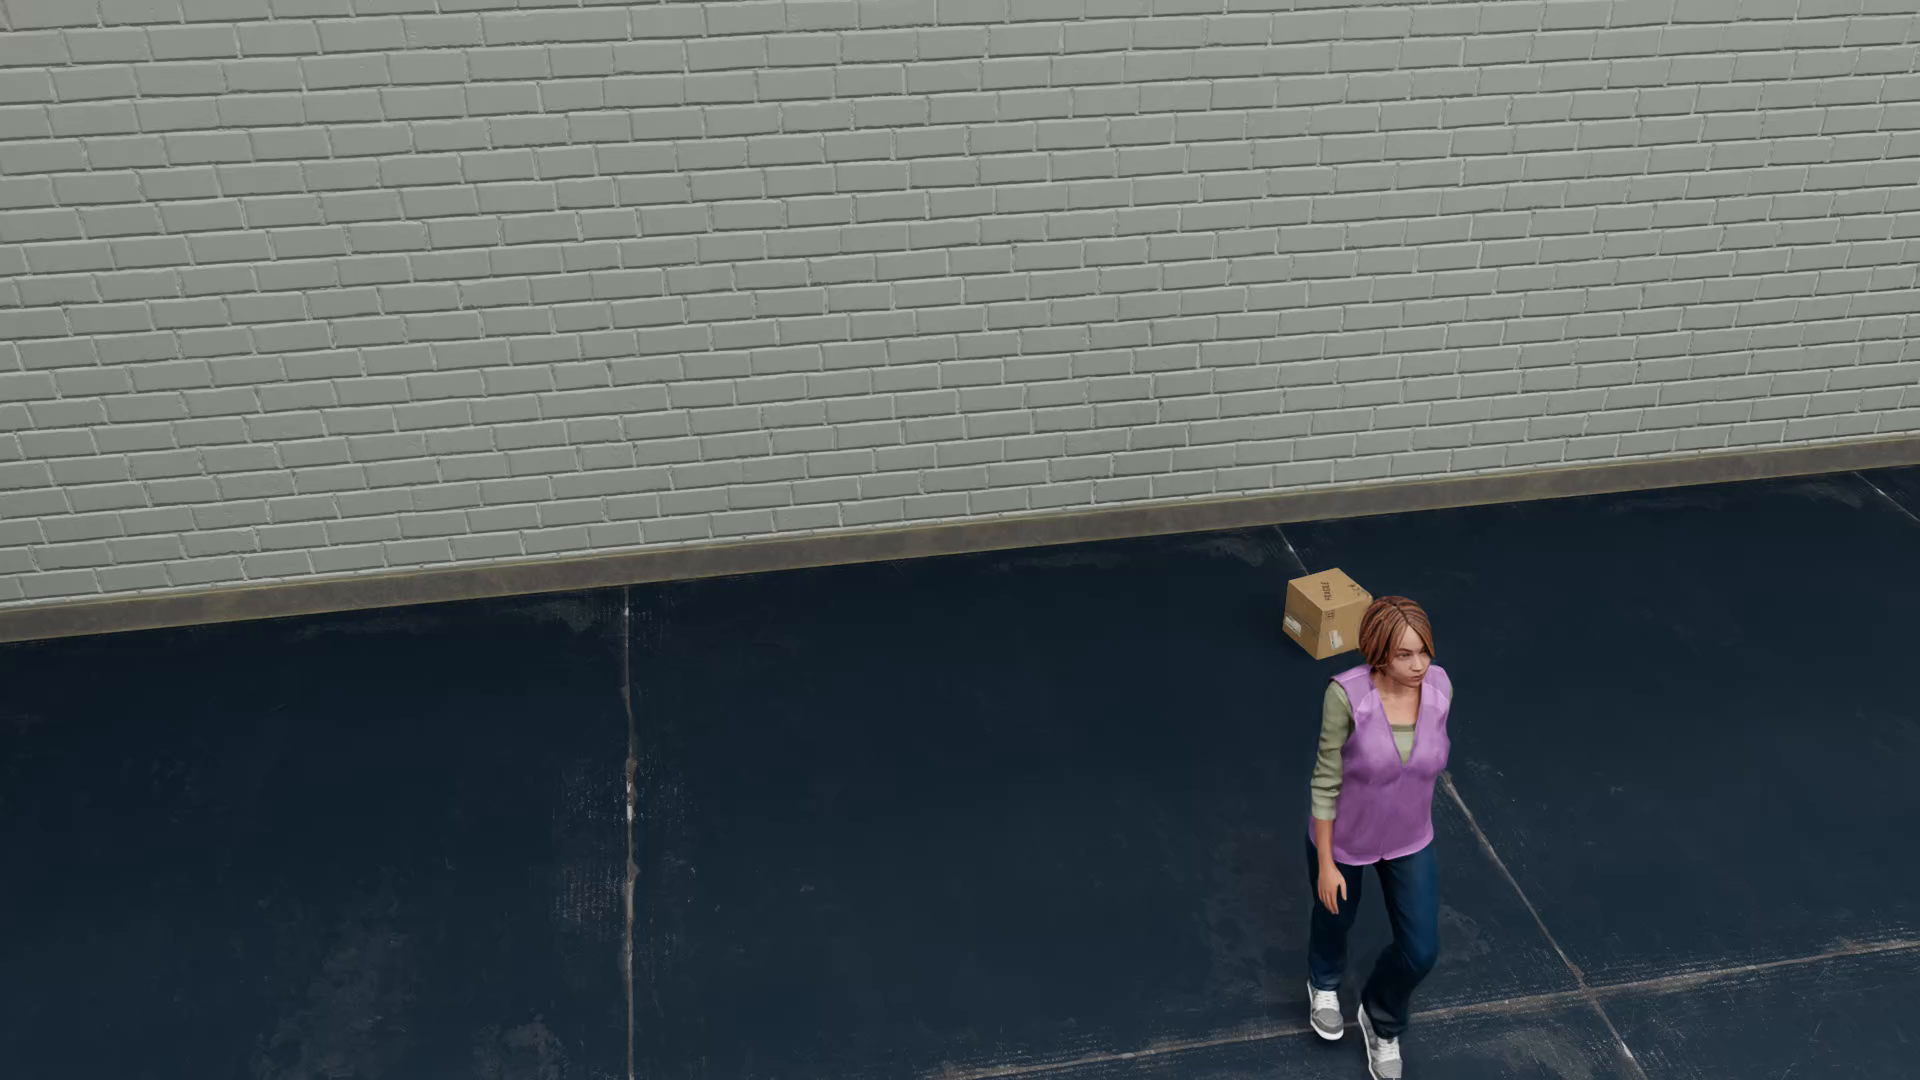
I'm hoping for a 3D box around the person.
[{"bbox_3d":[1.155,0.861,4.715,0.405,1.635,0.482,-3,31,-5],"label":"person"}]
